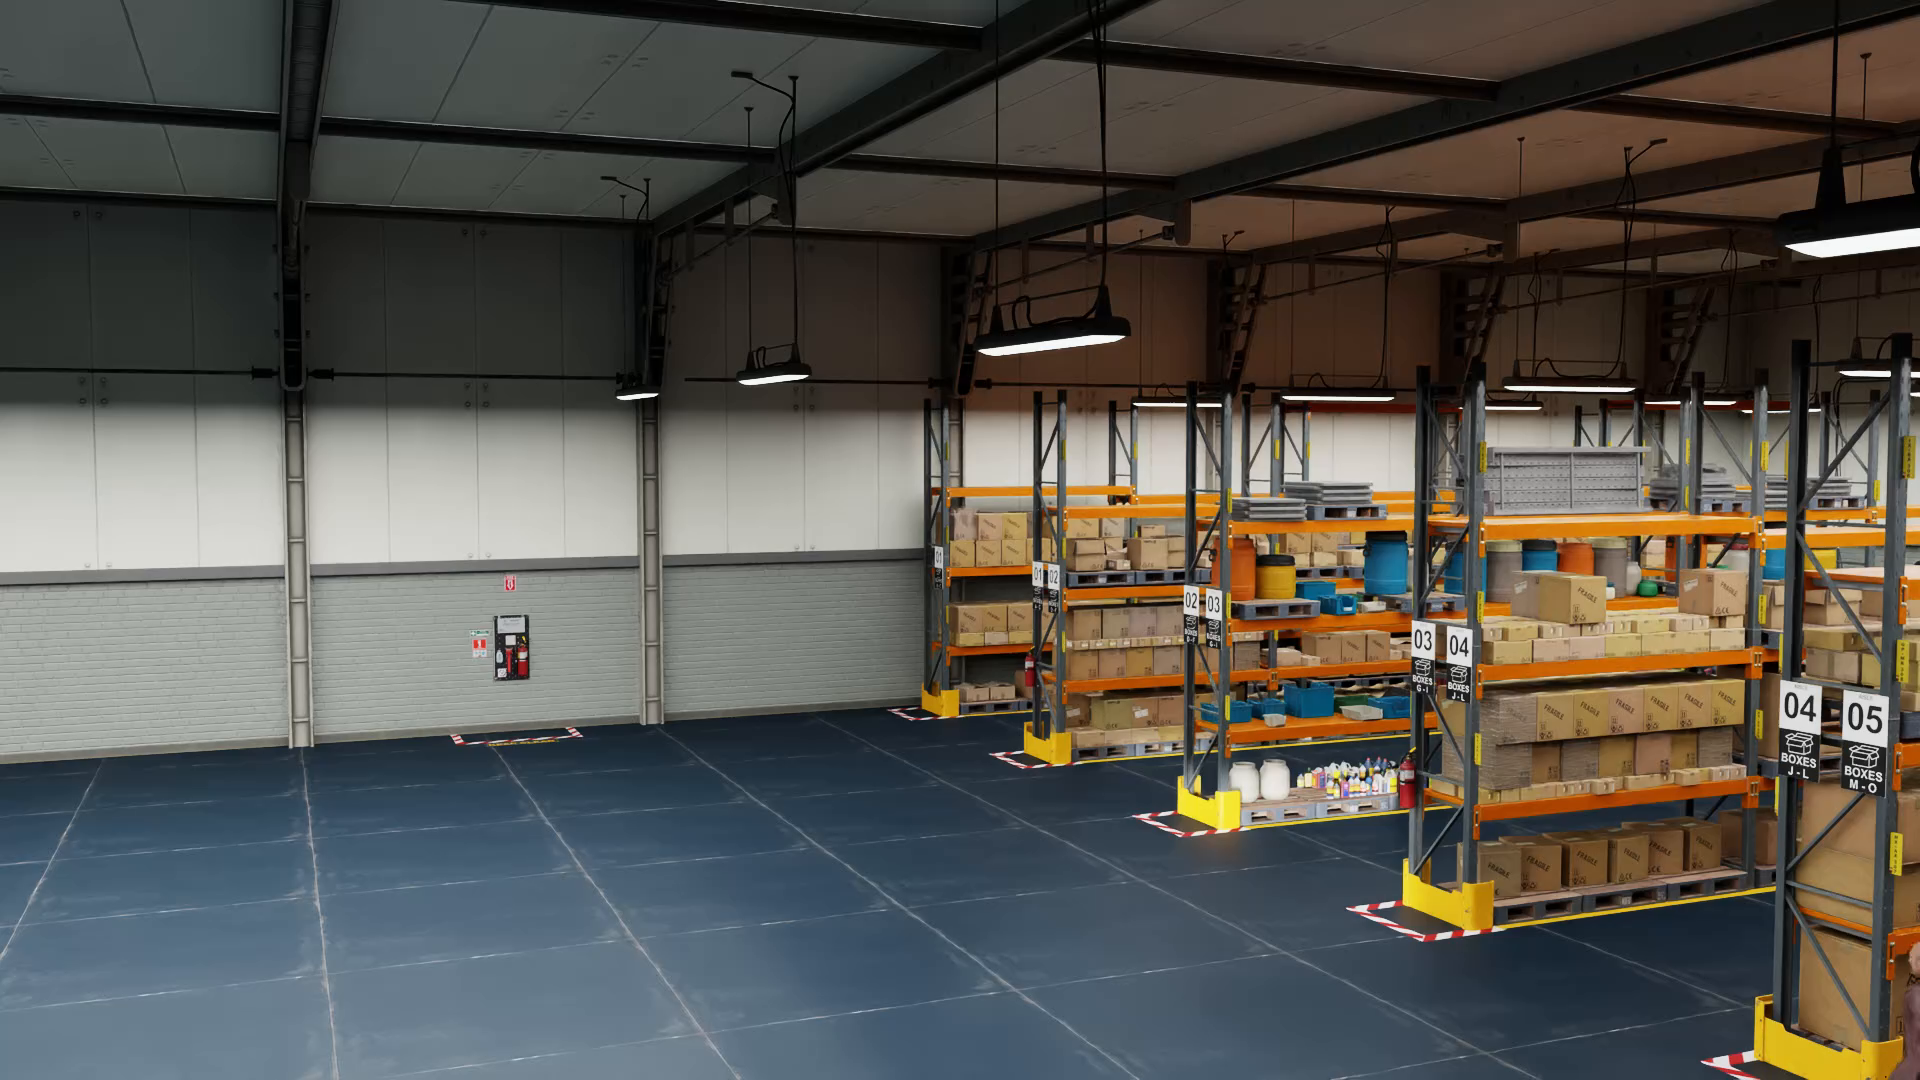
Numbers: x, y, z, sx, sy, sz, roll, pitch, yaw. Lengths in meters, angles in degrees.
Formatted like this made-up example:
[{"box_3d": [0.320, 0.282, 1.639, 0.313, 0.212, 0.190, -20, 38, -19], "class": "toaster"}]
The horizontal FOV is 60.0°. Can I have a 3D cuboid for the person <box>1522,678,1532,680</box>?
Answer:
[{"box_3d": [9.832, 2.566, 28.974, 0.953, 1.736, 0.554, -1, 4, -21], "class": "person"}]

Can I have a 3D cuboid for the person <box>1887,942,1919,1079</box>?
[{"box_3d": [6.693, 3.619, 11.325, 0.593, 1.734, 1.086, -2, 4, -34], "class": "person"}]
